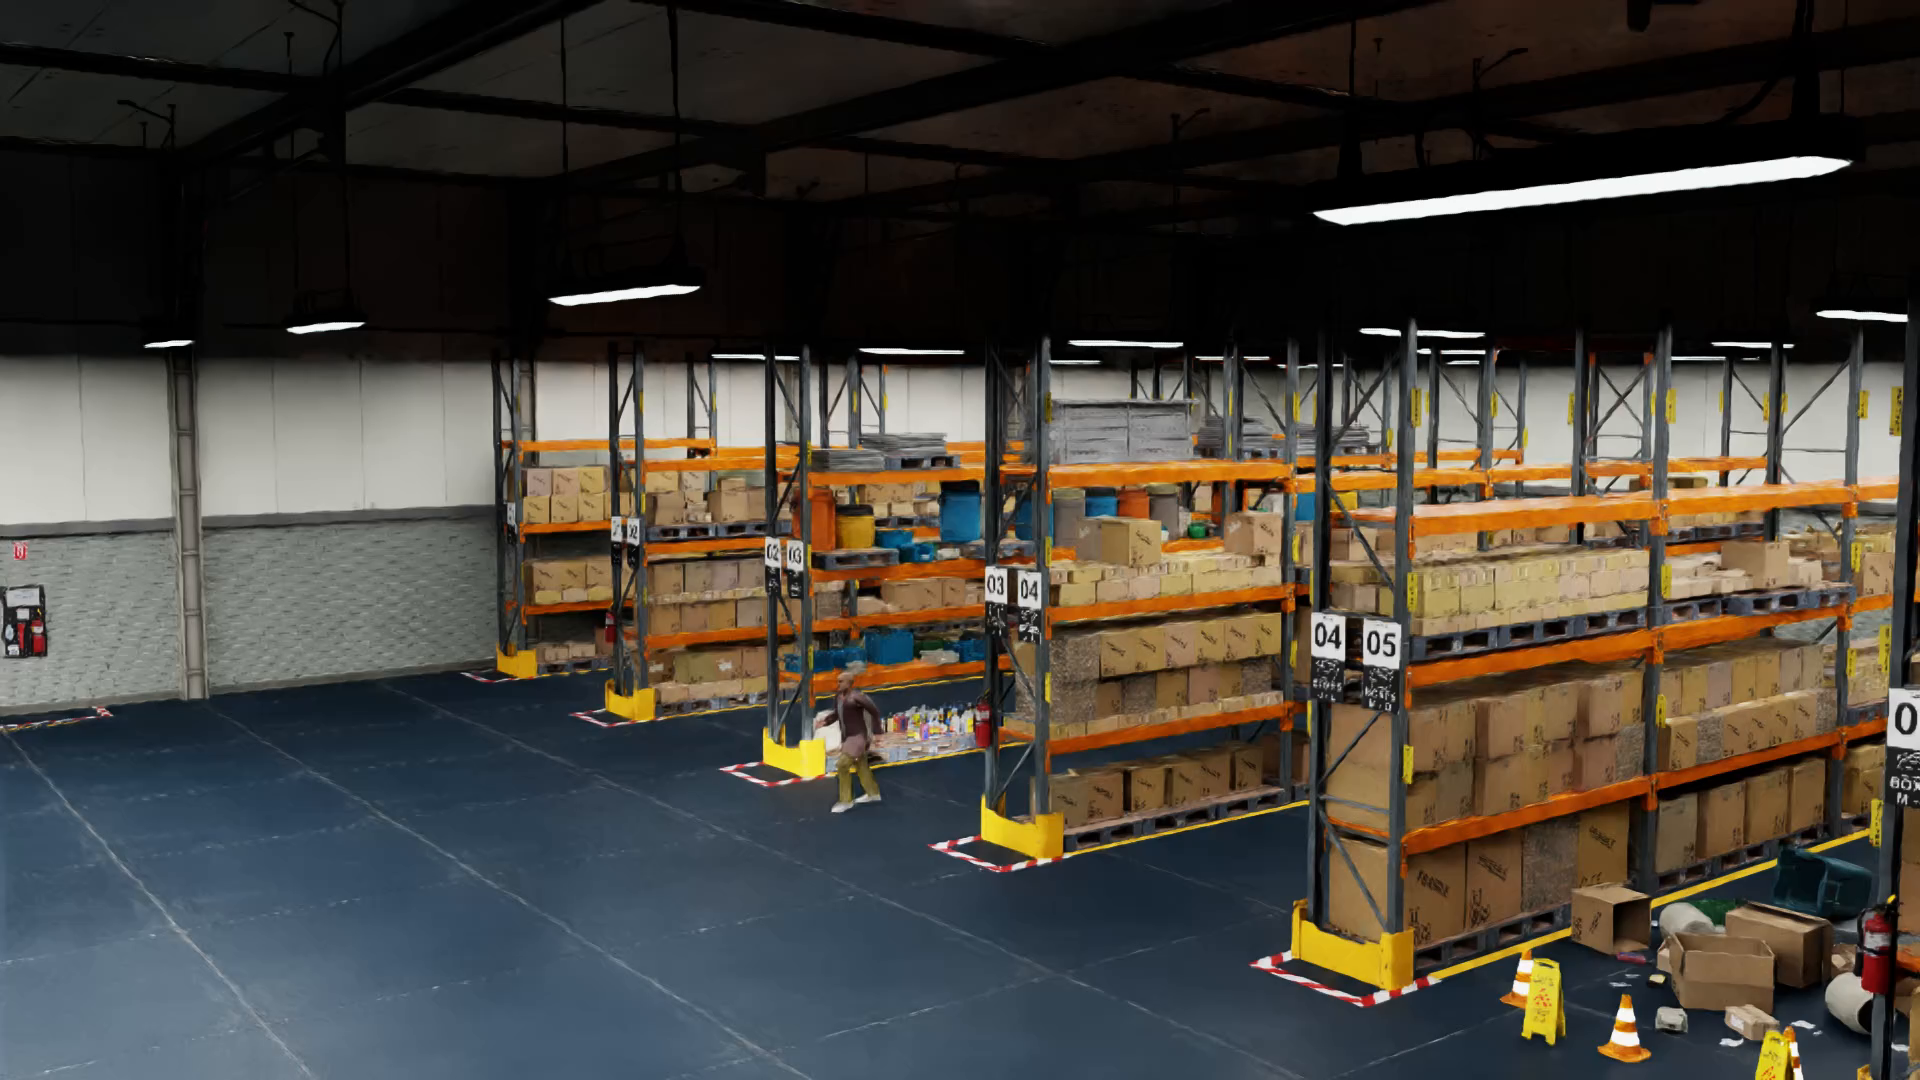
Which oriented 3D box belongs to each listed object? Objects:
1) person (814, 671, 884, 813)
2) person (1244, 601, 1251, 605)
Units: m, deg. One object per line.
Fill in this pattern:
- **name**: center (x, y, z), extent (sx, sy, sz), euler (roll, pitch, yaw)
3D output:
- **person**: center (-1.344, 2.483, 20.783), extent (0.903, 1.717, 0.736), euler (-3, 6, -32)
- **person**: center (5.335, 1.701, 30.283), extent (0.528, 1.629, 0.593), euler (-4, 6, -37)
